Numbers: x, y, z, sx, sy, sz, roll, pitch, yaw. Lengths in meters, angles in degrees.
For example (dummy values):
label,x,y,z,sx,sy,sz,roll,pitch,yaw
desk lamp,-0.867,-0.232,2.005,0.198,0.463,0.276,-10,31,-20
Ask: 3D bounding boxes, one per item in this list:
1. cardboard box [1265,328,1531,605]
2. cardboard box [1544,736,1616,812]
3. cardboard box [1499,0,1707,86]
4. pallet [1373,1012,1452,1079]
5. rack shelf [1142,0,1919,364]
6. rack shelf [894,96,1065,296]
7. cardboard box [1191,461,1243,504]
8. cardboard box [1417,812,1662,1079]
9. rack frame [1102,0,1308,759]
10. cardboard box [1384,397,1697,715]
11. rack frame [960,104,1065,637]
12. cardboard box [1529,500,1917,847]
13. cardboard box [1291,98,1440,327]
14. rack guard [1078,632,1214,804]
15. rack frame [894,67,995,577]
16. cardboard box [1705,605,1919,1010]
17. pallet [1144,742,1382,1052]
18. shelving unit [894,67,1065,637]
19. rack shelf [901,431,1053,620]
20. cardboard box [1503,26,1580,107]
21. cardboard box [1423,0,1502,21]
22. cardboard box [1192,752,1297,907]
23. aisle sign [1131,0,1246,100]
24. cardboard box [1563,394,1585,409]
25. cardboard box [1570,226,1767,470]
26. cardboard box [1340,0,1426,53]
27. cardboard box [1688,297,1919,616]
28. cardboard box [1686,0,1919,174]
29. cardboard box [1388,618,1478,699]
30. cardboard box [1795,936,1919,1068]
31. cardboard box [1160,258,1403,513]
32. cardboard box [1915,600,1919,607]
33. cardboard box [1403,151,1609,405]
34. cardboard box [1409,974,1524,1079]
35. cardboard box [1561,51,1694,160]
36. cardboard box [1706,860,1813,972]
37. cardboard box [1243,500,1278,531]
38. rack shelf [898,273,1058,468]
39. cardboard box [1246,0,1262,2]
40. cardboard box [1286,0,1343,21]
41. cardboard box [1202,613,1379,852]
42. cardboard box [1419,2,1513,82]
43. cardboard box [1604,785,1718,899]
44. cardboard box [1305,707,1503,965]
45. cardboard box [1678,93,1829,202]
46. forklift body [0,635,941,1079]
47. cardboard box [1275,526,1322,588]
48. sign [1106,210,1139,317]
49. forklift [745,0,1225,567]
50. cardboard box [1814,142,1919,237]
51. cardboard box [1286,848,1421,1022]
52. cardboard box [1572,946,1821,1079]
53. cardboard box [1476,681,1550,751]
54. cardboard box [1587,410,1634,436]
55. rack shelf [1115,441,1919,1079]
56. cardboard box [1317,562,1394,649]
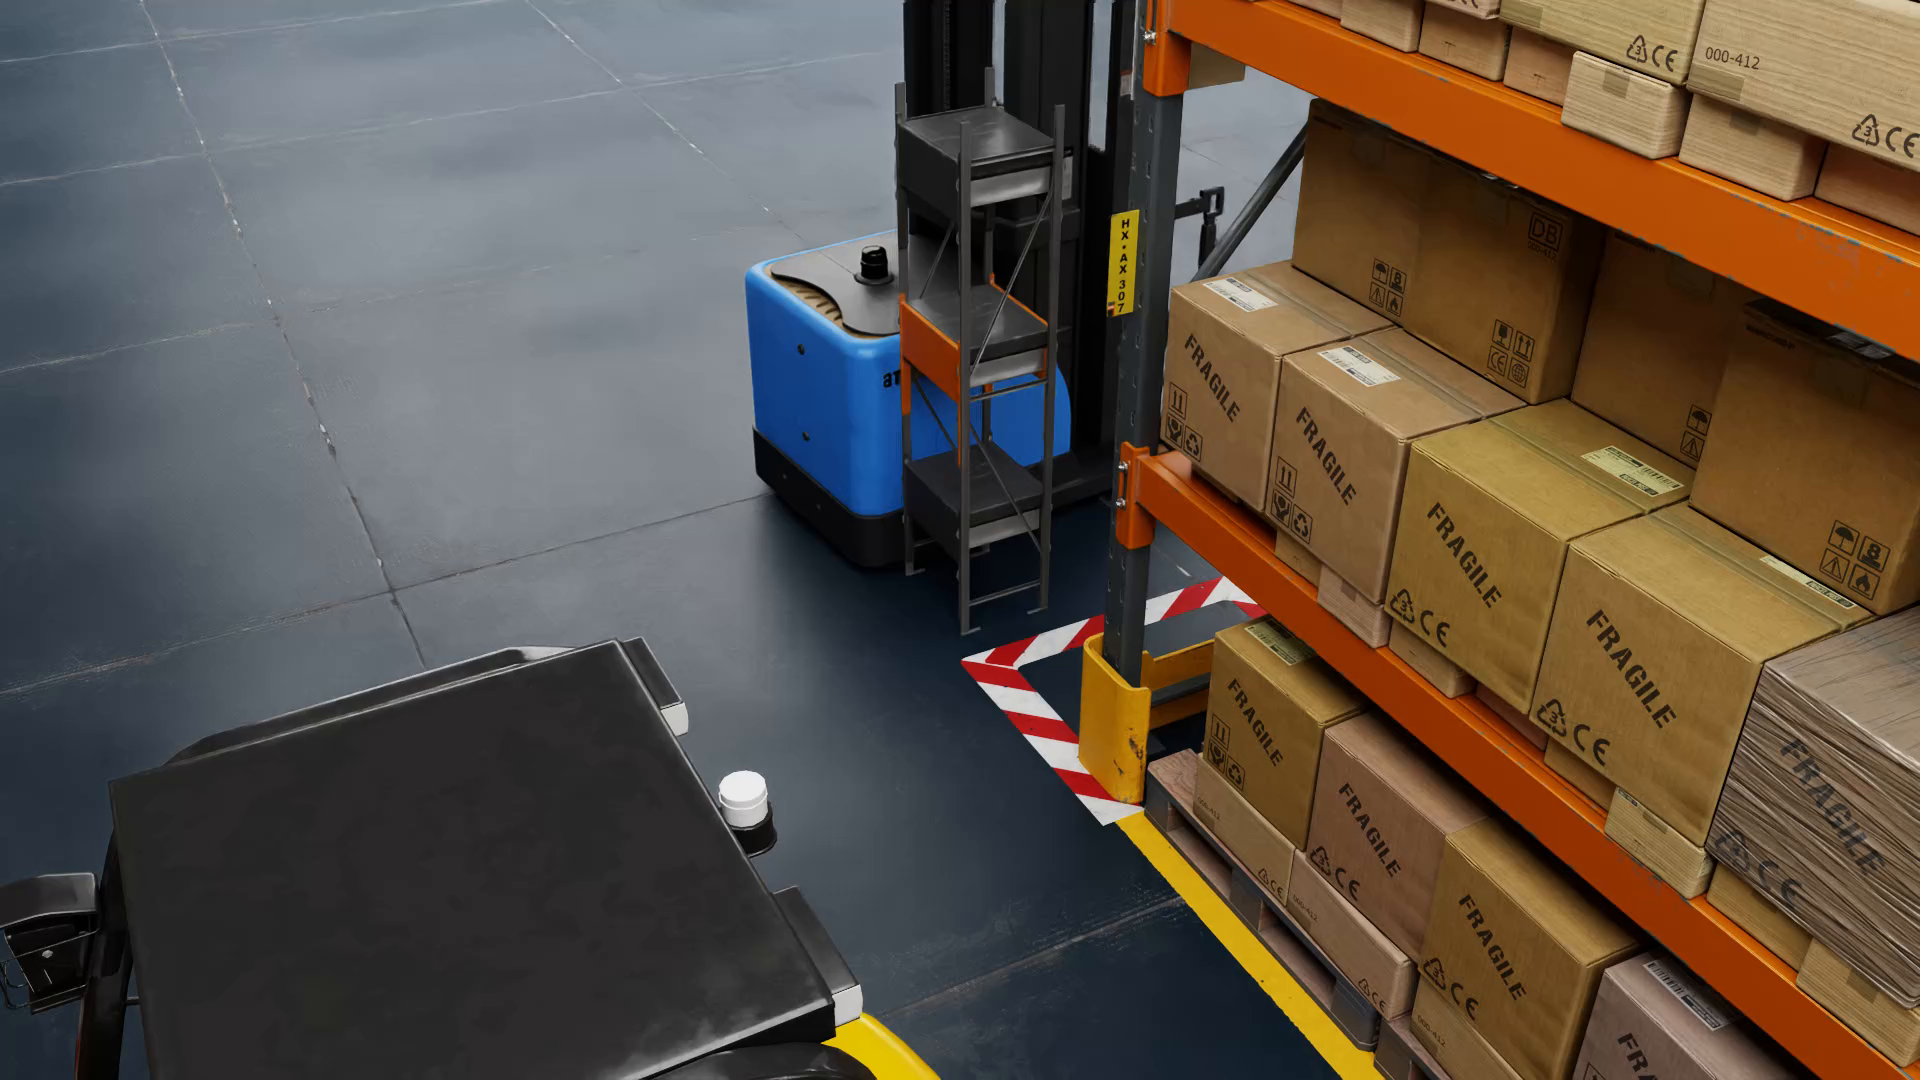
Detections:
label,x,y,z,sx,sy,sz,roll,pitch,yaw
cardboard box,1.186,-0.218,4.441,0.500,0.500,0.500,-15,35,-22
cardboard box,1.625,0.483,3.948,0.380,0.149,0.250,-17,36,-24
cardboard box,1.454,-1.128,3.312,0.500,0.250,0.500,-15,35,-22
pallet,1.914,1.596,4.564,1.003,0.211,1.213,-16,36,-23
rack shelf,1.899,-0.599,3.290,1.077,0.370,4.000,-16,36,-23
rack shelf,0.063,-1.244,5.973,0.431,0.518,0.480,-16,36,-24
cardboard box,0.942,-0.273,5.128,0.380,0.149,0.250,-16,36,-23
cardboard box,1.584,1.028,4.329,0.500,0.500,0.500,-15,36,-22
rack frame,0.967,-0.593,5.395,1.000,3.000,0.127,-16,36,-23
cardboard box,1.425,0.025,4.062,0.500,0.500,0.500,-17,36,-24
rack frame,0.179,-0.550,6.162,0.400,2.100,0.015,-16,36,-24
cardboard box,1.669,0.265,3.687,0.500,0.500,0.500,-17,36,-24
cardboard box,1.398,-0.992,4.723,0.700,0.500,0.500,-17,36,-24
rack guard,1.002,0.496,6.012,1.175,0.500,0.348,-16,36,-23
rack frame,-0.053,-0.782,6.524,0.400,2.100,0.015,-16,36,-24
cardboard box,1.912,0.509,3.307,0.500,0.500,0.500,-15,36,-22
pallet,1.350,1.014,5.471,1.003,0.211,1.213,-16,36,-23
shelving unit,0.063,-0.666,6.343,0.431,2.100,0.503,-16,36,-24
rack shelf,0.063,-0.065,6.728,0.431,0.518,0.480,-16,36,-24
cardboard box,1.393,-1.035,3.537,0.380,0.149,0.250,-17,36,-25
cardboard box,1.192,-1.368,3.688,0.500,0.250,0.500,-16,36,-24
cardboard box,1.098,0.843,5.314,0.500,0.250,0.500,-16,36,-23
aisle sign,0.663,-1.639,4.618,0.394,0.787,0.004,-16,36,-23
cardboard box,1.693,-0.330,4.617,0.500,0.500,0.500,-16,36,-23
cardboard box,1.956,-0.531,4.004,0.700,0.500,0.500,-16,36,-24
cardboard box,1.129,-1.272,3.908,0.380,0.149,0.250,-15,36,-22
cardboard box,2.066,-0.258,3.577,0.700,0.500,0.500,-16,36,-23
cardboard box,1.676,-0.879,2.923,0.500,0.250,0.500,-15,36,-22
cardboard box,1.352,0.239,4.330,0.380,0.149,0.250,-15,36,-22
cardboard box,1.935,0.861,3.358,0.380,0.149,0.250,-16,36,-24
cardboard box,0.942,-0.464,4.826,0.500,0.500,0.500,-16,36,-24
cardboard box,2.143,0.156,3.858,0.500,0.500,0.500,-15,36,-23
cardboard box,1.627,-0.749,4.343,0.700,0.500,0.500,-16,36,-23
cardboard box,1.595,1.345,4.529,0.500,0.250,0.500,-13,35,-20
cardboard box,1.440,-0.894,3.318,0.380,0.149,0.250,-15,36,-23
cardboard box,1.843,0.731,3.561,0.380,0.149,0.250,-17,36,-24
cardboard box,1.072,-0.156,4.946,0.380,0.149,0.250,-15,36,-22
rack shelf,0.063,-0.655,6.351,0.431,0.518,0.480,-16,36,-24
cardboard box,0.834,-1.510,4.279,0.380,0.149,0.250,-16,36,-23
cardboard box,1.036,-1.407,4.118,0.380,0.149,0.250,-17,36,-25
cardboard box,1.110,0.538,5.094,0.500,0.500,0.500,-17,36,-25
cardboard box,1.266,-1.160,3.733,0.380,0.149,0.250,-16,36,-23
cardboard box,1.691,0.618,3.738,0.380,0.149,0.250,-16,36,-23
cardboard box,1.357,0.786,4.706,0.500,0.500,0.500,-17,36,-25
cardboard box,1.599,-0.779,3.137,0.380,0.149,0.250,-17,36,-24
forklift body,-0.925,1.461,2.976,2.313,2.155,1.214,-16,36,-23
cardboard box,1.124,-0.009,4.716,0.380,0.149,0.250,-17,36,-25
sign,0.487,-0.821,4.948,0.100,0.325,0.005,-16,36,-23
forklift,0.578,-1.724,7.224,3.031,2.935,1.130,-20,38,-28
cardboard box,1.778,-0.677,2.978,0.380,0.149,0.250,-16,36,-24
cardboard box,1.329,1.088,4.931,0.500,0.250,0.500,-15,35,-21
cardboard box,1.841,1.281,3.935,0.500,0.500,0.500,-14,35,-21
cardboard box,1.528,0.350,4.156,0.380,0.149,0.250,-15,35,-22
cardboard box,1.923,-0.091,4.243,0.500,0.500,0.500,-16,36,-23
rack shelf,1.899,0.665,4.099,1.077,0.370,4.000,-16,36,-23
cardboard box,1.202,0.124,4.509,0.380,0.149,0.250,-15,36,-22
